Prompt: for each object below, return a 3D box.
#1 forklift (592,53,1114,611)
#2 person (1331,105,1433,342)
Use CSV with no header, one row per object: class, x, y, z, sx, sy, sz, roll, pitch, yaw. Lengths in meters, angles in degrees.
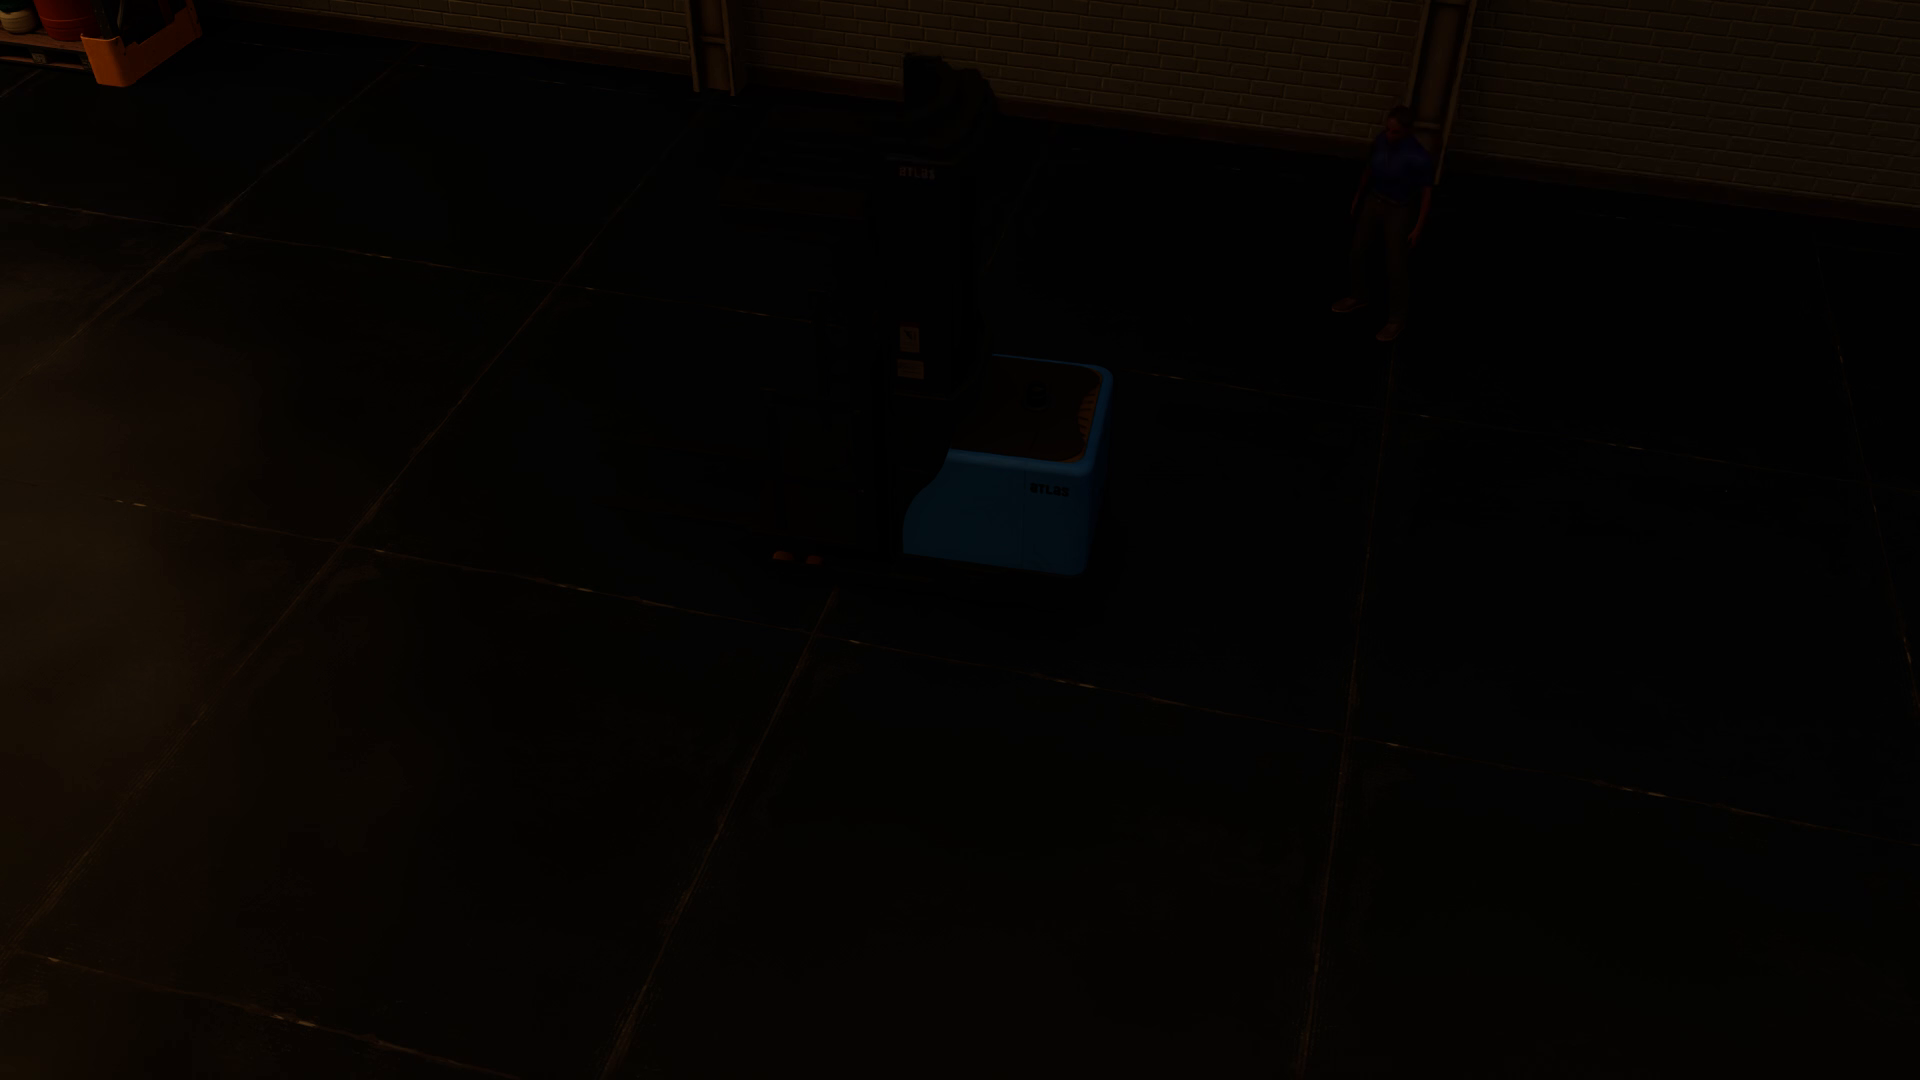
forklift,-0.671,-1.181,9.208,3.031,2.935,1.130,8,42,9
person,2.923,-2.216,11.367,0.373,1.649,0.626,-27,48,-27
